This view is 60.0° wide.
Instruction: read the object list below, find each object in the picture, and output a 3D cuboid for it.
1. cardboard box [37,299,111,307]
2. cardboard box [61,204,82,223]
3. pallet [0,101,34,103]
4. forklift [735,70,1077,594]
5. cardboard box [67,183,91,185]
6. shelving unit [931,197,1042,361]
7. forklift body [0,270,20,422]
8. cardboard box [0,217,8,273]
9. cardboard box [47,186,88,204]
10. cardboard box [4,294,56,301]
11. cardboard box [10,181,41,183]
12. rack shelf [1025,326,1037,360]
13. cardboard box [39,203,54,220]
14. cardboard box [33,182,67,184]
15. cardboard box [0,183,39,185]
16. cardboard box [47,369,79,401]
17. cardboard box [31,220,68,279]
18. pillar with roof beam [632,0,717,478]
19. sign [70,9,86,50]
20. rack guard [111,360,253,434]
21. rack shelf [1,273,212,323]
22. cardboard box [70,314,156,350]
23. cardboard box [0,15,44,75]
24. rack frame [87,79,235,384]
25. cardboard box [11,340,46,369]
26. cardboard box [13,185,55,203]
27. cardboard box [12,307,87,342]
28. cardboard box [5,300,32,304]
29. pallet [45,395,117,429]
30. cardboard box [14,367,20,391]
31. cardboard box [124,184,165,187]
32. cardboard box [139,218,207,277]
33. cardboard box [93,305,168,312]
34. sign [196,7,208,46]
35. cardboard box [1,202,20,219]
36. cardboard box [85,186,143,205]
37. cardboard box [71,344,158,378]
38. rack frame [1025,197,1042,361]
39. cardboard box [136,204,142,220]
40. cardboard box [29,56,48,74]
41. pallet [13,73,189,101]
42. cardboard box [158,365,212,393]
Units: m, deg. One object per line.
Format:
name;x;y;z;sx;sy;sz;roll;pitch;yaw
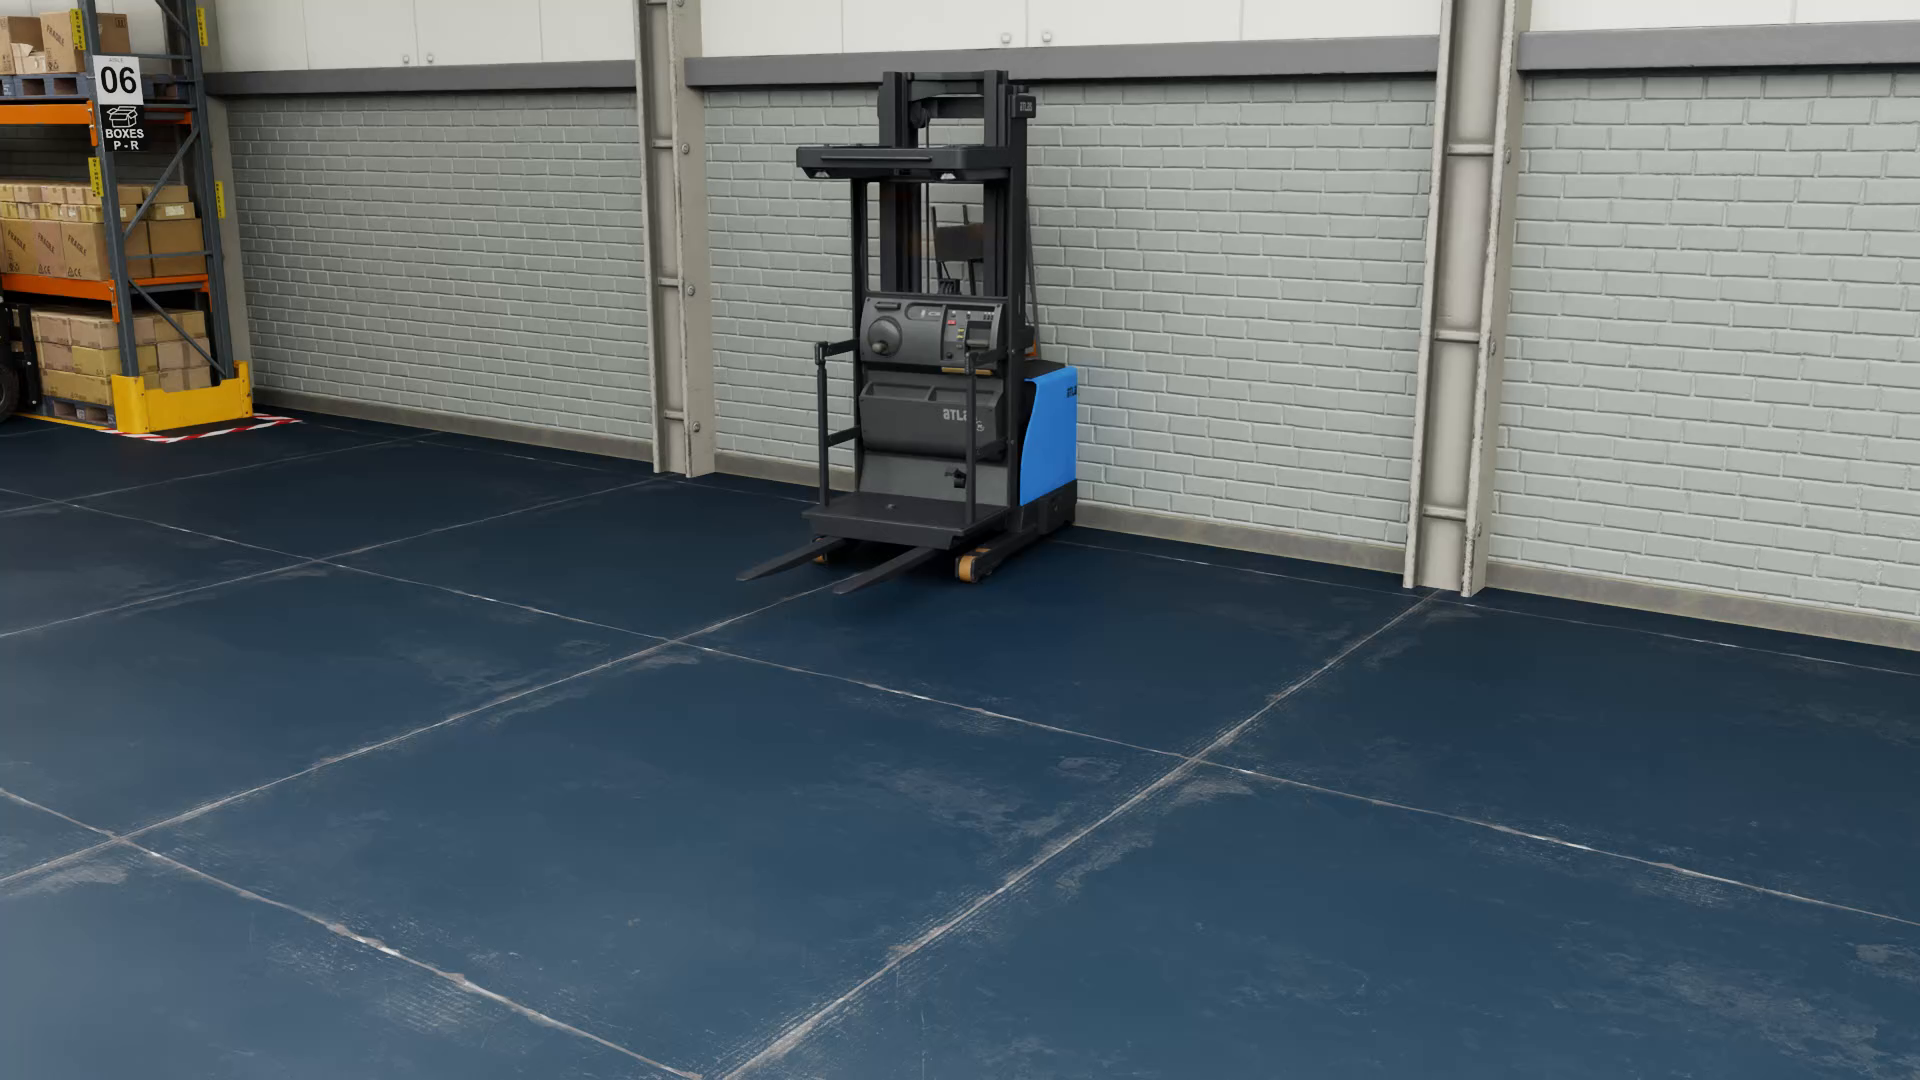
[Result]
cardboard box;-8.587;-2.185;16.174;0.500;0.250;0.500;9;16;32
cardboard box;-7.720;-2.905;14.758;0.250;0.149;0.380;9;17;34
pallet;-9.644;-4.363;16.147;1.213;0.211;1.003;9;17;33
forklift;-0.269;-1.288;9.926;1.130;2.935;3.031;7;15;25
cardboard box;-8.224;-3.314;15.790;0.250;0.149;0.380;9;16;31
shelving unit;0.226;-1.191;11.104;0.503;2.100;0.431;1;12;36
forklift body;-9.639;-2.001;14.431;1.214;2.155;2.313;9;17;33
cardboard box;-8.876;-2.790;15.643;0.500;0.500;0.500;9;17;33
cardboard box;-7.916;-3.093;14.898;0.250;0.149;0.380;10;17;34
cardboard box;-9.421;-2.321;16.725;0.500;0.250;0.500;9;16;32
cardboard box;-9.074;-3.450;16.339;0.250;0.149;0.380;9;16;32
rack shelf;0.227;-1.177;11.106;0.480;0.518;0.431;1;12;36
cardboard box;-8.100;-2.987;15.091;0.250;0.149;0.380;9;17;32
cardboard box;-8.695;-3.366;16.001;0.250;0.149;0.380;10;17;34
cardboard box;-8.738;-3.241;15.496;0.250;0.149;0.380;9;17;34
cardboard box;-8.020;-1.460;15.328;0.500;0.250;0.500;9;17;33
cardboard box;-8.027;-2.656;15.103;0.500;0.500;0.500;10;17;35
pillar with roof beam;-4.546;-4.045;8.435;0.400;9.000;9.100;9;17;33
sign;-7.361;-4.264;13.884;0.005;0.325;0.100;9;17;33
rack guard;-7.027;-1.306;15.058;0.348;0.500;1.175;9;17;33
rack shelf;-8.706;-2.442;15.941;4.000;0.370;1.077;9;17;33
cardboard box;-7.603;-1.877;14.929;0.500;0.250;0.500;10;17;35
cardboard box;-8.344;-4.448;15.015;0.500;0.500;0.700;9;17;33
rack frame;-7.047;-2.523;14.771;0.127;3.000;1.000;9;17;33
cardboard box;-8.476;-1.772;15.546;0.500;0.250;0.500;9;16;32
cardboard box;-8.359;-3.154;15.145;0.250;0.149;0.380;10;17;34
cardboard box;-8.454;-2.010;15.466;0.500;0.250;0.500;9;17;34
cardboard box;-9.302;-2.151;16.038;0.500;0.250;0.500;10;17;35
pallet;-7.705;-1.263;15.487;1.213;0.211;1.003;9;17;33
cardboard box;-8.874;-1.594;15.870;0.500;0.250;0.500;10;17;35
cardboard box;-7.392;-3.166;15.194;0.250;0.149;0.380;10;17;35
cardboard box;-7.303;-2.693;15.251;0.500;0.500;0.500;10;17;35
cardboard box;-7.757;-2.046;15.611;0.500;0.250;0.500;9;17;33
sign;-6.732;-4.551;14.740;0.005;0.325;0.100;9;17;33
cardboard box;-8.569;-3.044;15.318;0.250;0.149;0.380;9;17;33
cardboard box;-7.462;-3.036;14.670;0.250;0.149;0.380;9;17;33
cardboard box;-7.625;-1.637;15.003;0.500;0.250;0.500;9;16;32
rack frame;0.424;-1.185;10.961;0.015;2.100;0.400;1;12;36
cardboard box;-7.424;-3.004;15.156;0.250;0.149;0.380;9;17;33
cardboard box;-7.904;-4.160;14.583;0.250;0.149;0.380;9;16;31
pallet;-7.619;-4.036;14.825;1.213;0.211;1.003;9;17;33
cardboard box;-7.345;-1.497;15.475;0.500;0.250;0.500;9;17;33
